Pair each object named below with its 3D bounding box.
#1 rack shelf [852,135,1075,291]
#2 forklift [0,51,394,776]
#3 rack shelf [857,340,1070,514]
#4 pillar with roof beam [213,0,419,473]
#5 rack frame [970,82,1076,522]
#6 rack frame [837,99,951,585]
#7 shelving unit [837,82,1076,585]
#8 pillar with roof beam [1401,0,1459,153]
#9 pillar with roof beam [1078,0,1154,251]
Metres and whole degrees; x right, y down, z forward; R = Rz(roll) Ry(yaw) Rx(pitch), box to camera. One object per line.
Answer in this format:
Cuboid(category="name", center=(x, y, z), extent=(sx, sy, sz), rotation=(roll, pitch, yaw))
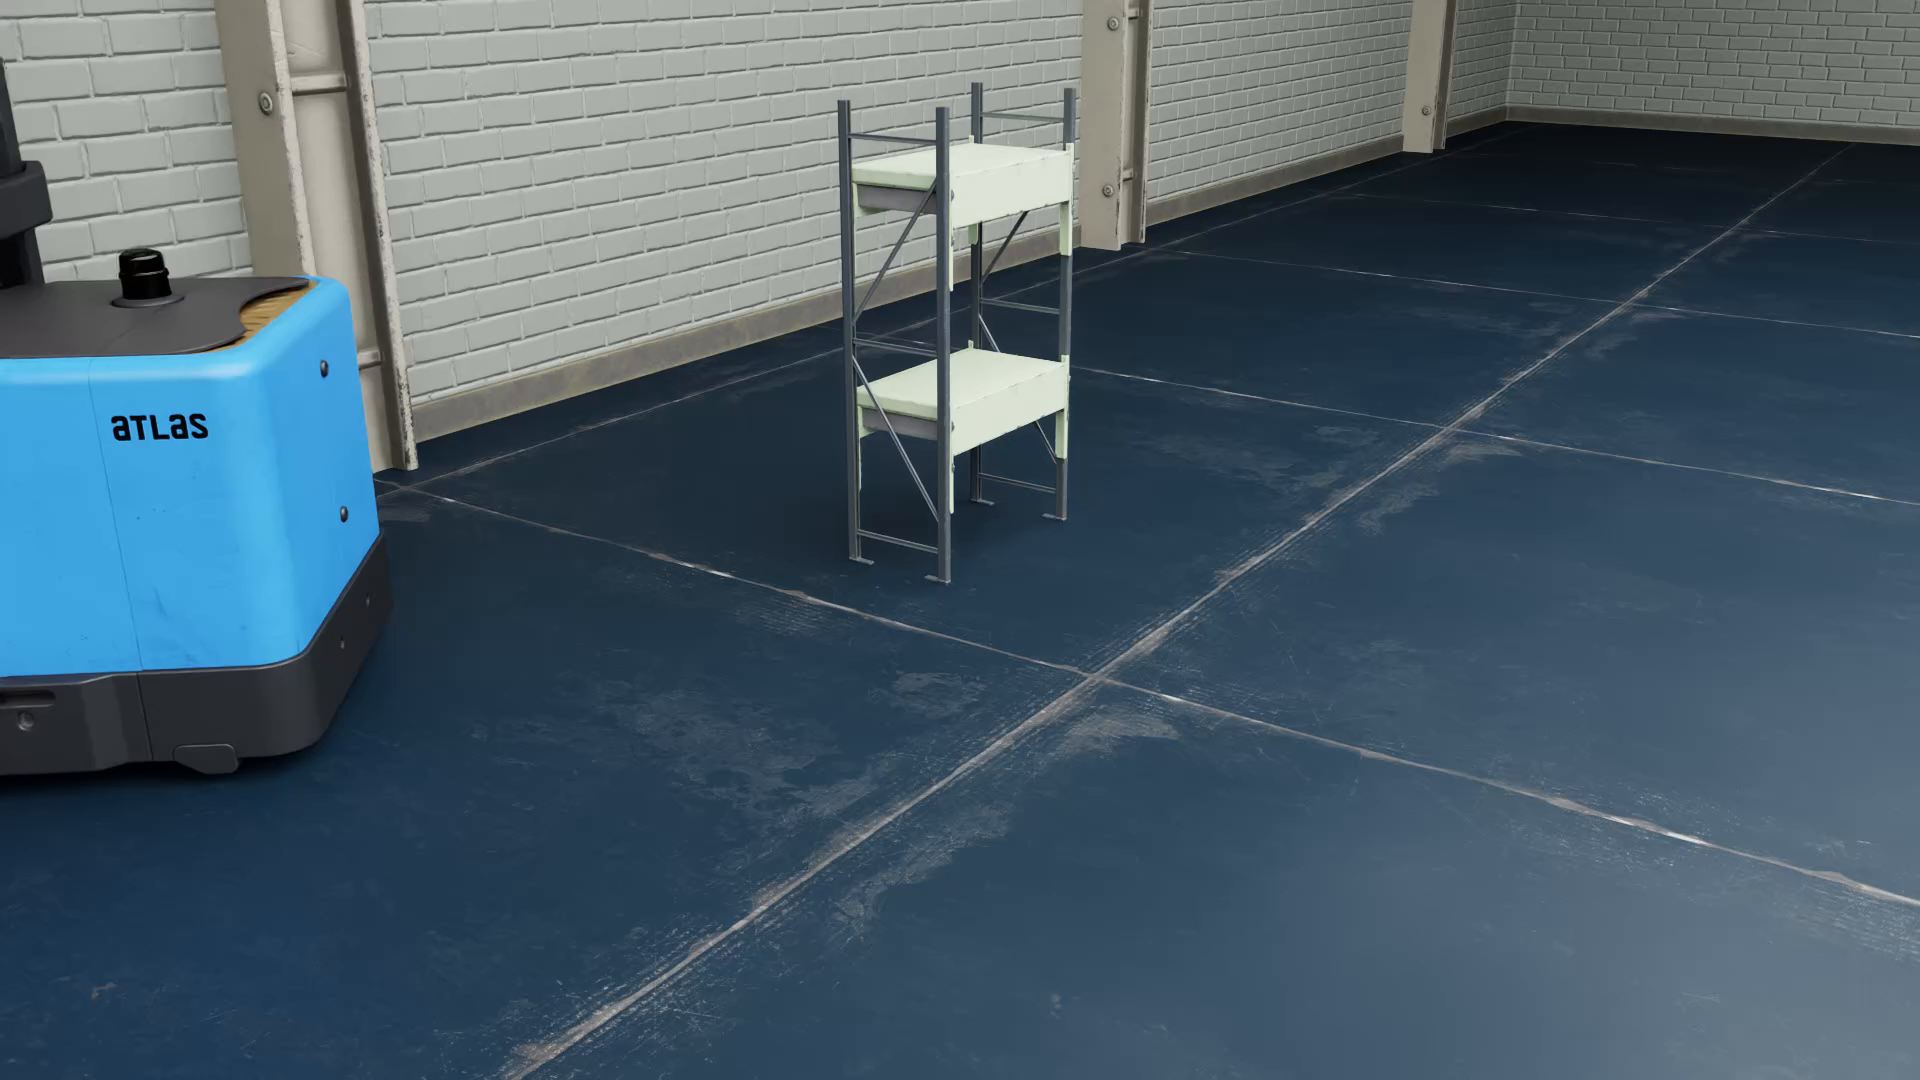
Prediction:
Cuboid(category="rack shelf", center=(0.004, -1.071, 5.375), extent=(0.431, 0.370, 0.720), rotation=(13, 24, 32))
Cuboid(category="forklift", center=(-3.166, -0.901, 3.976), extent=(3.031, 2.935, 1.130), rotation=(-2, 20, -6))
Cuboid(category="rack shelf", center=(0.004, -0.400, 5.623), extent=(0.431, 0.370, 0.720), rotation=(13, 24, 32))
Cuboid(category="pillar with roof beam", center=(1.197, -3.640, 2.635), extent=(9.100, 9.000, 0.400), rotation=(13, 24, 32))
Cuboid(category="rack frame", center=(0.209, -0.810, 5.794), extent=(0.400, 1.500, 0.023), rotation=(13, 24, 32))
Cuboid(category="rack frame", center=(-0.202, -0.600, 5.226), extent=(0.400, 1.500, 0.023), rotation=(13, 24, 32))
Cuboid(category="shelving unit", center=(0.004, -0.705, 5.510), extent=(0.431, 1.500, 0.755), rotation=(13, 24, 32))
Cuboid(category="pillar with roof beam", center=(7.943, -7.083, 11.944), extent=(9.100, 9.000, 0.400), rotation=(13, 24, 32))
Cuboid(category="pillar with roof beam", center=(4.570, -5.362, 7.290), extent=(9.100, 9.000, 0.400), rotation=(13, 24, 32))
